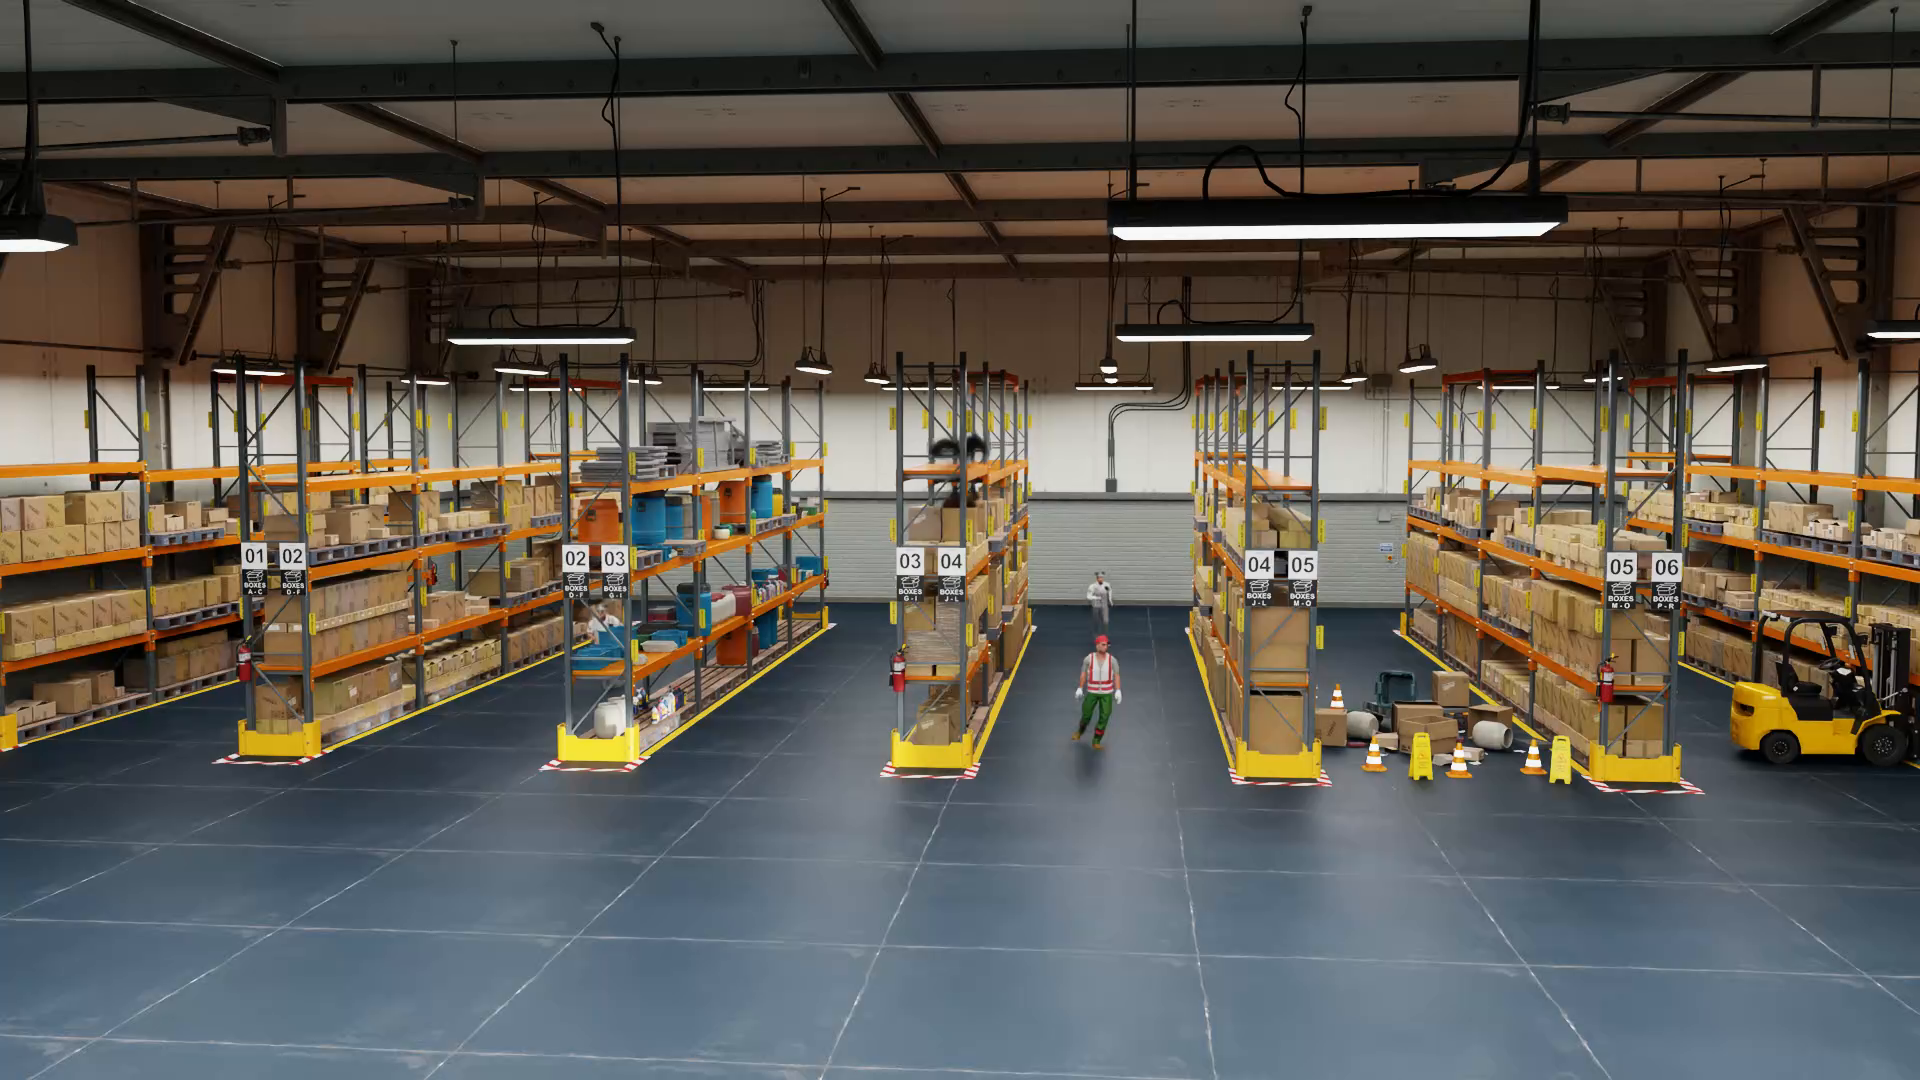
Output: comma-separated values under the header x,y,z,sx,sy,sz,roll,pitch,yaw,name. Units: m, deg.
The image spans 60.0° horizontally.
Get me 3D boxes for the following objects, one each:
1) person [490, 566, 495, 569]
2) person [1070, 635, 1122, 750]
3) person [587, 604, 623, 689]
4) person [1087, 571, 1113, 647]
x,y,z,sx,sy,sz,roll,pitch,yaw,name
-10.896,1.416,39.112,0.575,1.640,0.950,-1,4,-10,person
2.077,2.316,25.397,0.772,1.746,0.582,0,4,2,person
-6.588,1.987,30.906,0.666,1.645,0.794,0,4,-5,person
3.133,1.521,37.363,0.601,1.681,0.934,0,4,-3,person
